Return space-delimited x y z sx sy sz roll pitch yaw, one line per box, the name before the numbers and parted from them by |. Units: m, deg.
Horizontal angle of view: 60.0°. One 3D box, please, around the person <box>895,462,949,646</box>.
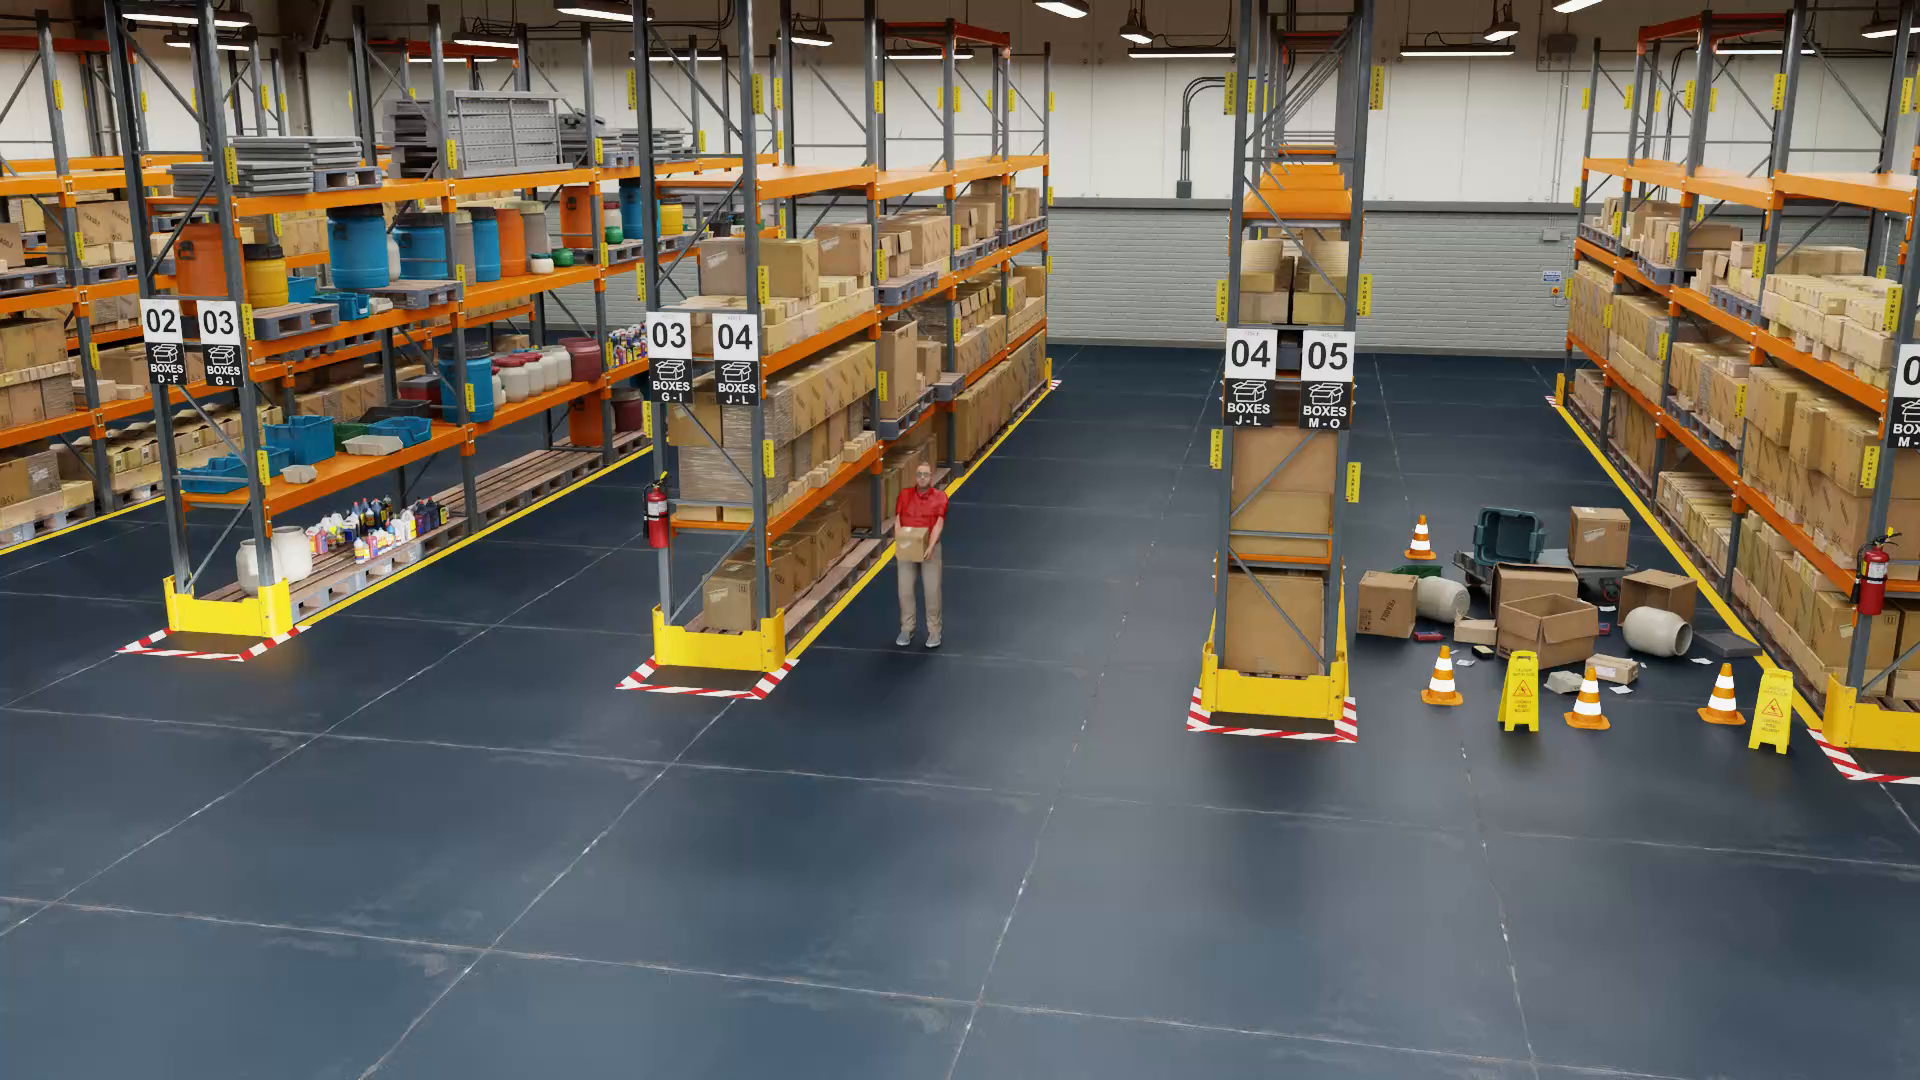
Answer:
person | -0.378 0.150 15.488 0.493 1.712 0.537 3 15 12
